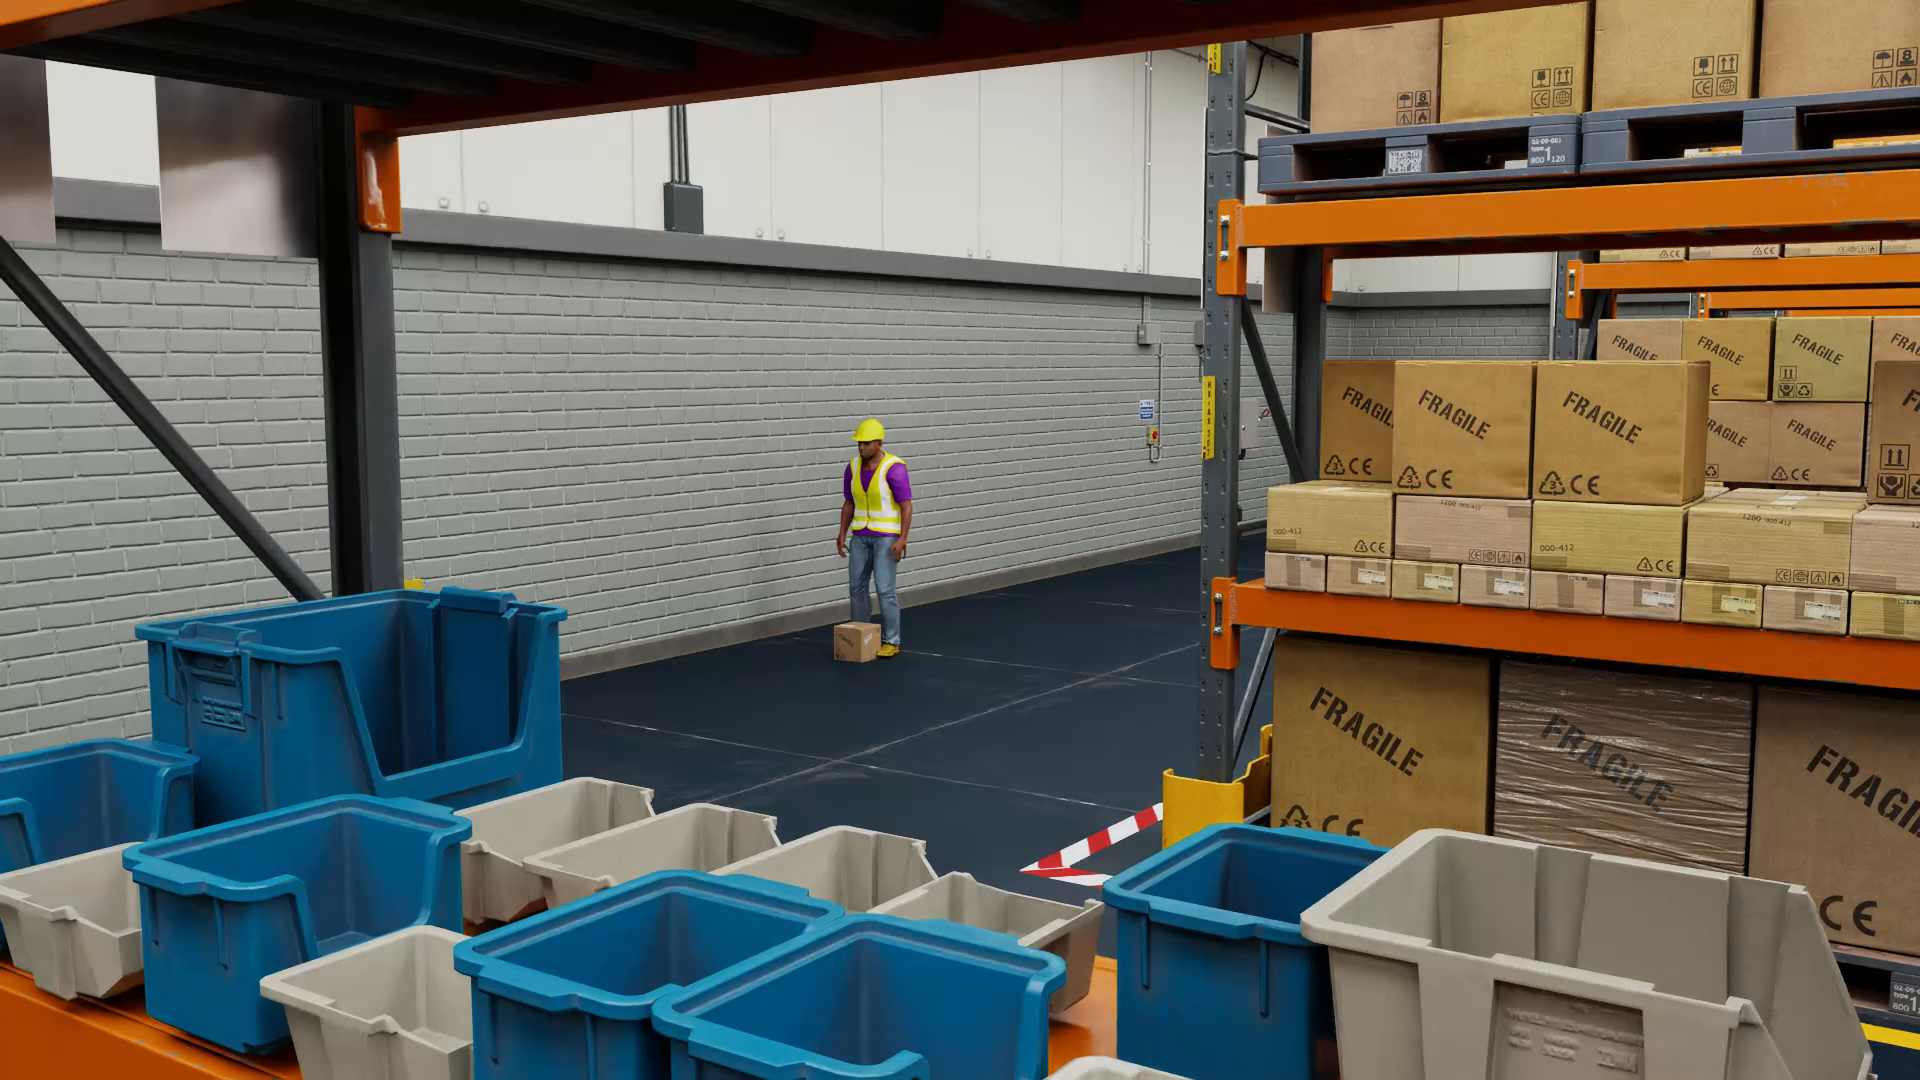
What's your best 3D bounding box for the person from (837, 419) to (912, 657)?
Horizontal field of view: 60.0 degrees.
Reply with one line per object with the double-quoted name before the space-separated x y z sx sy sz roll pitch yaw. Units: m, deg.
"person" -0.644 -0.019 12.372 0.627 1.761 0.456 4 8 34
